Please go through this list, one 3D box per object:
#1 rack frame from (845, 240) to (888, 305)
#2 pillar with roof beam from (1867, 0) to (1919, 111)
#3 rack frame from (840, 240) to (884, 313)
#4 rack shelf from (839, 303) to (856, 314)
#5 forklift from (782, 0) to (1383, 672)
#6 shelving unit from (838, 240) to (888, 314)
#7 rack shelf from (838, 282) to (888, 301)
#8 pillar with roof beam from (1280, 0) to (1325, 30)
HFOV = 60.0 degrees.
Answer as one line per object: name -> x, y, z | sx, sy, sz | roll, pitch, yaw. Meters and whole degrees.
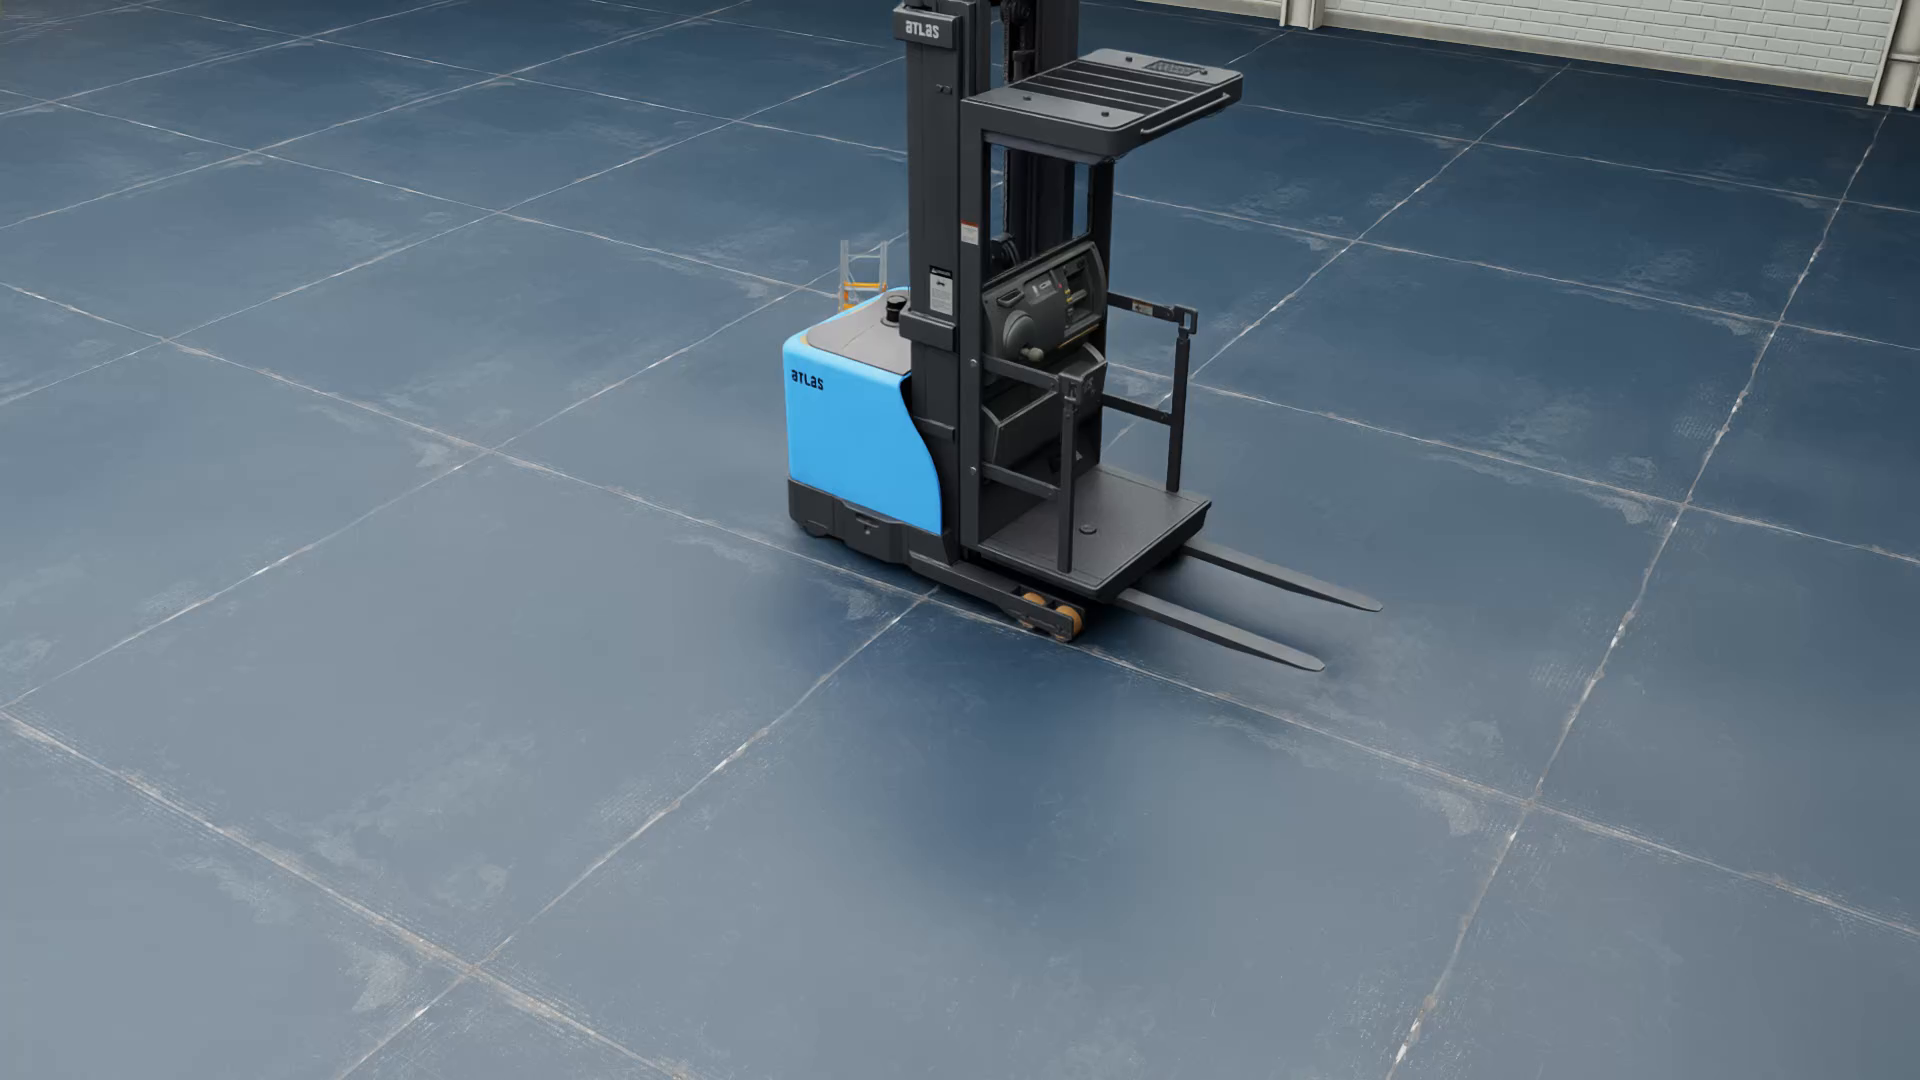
rack frame -> -0.546, -1.103, 9.520 | 0.240, 1.200, 0.006 | 2, 10, 4
pillar with roof beam -> 6.620, -6.218, 10.479 | 0.400, 9.000, 9.100 | 18, 35, 27
rack frame -> -0.560, -1.073, 9.341 | 0.240, 1.200, 0.006 | 2, 10, 4
rack shelf -> -0.547, -1.281, 9.397 | 0.258, 0.103, 0.180 | 2, 10, 4
forklift -> 0.573, -1.088, 7.706 | 3.031, 2.935, 1.130 | 21, 36, 31
shelving unit -> -0.553, -1.088, 9.431 | 0.258, 1.200, 0.189 | 2, 10, 4
rack shelf -> -0.544, -1.399, 9.377 | 0.258, 0.103, 0.180 | 2, 10, 4
pillar with roof beam -> 1.538, -7.826, 13.234 | 0.400, 9.000, 9.100 | 18, 35, 27
